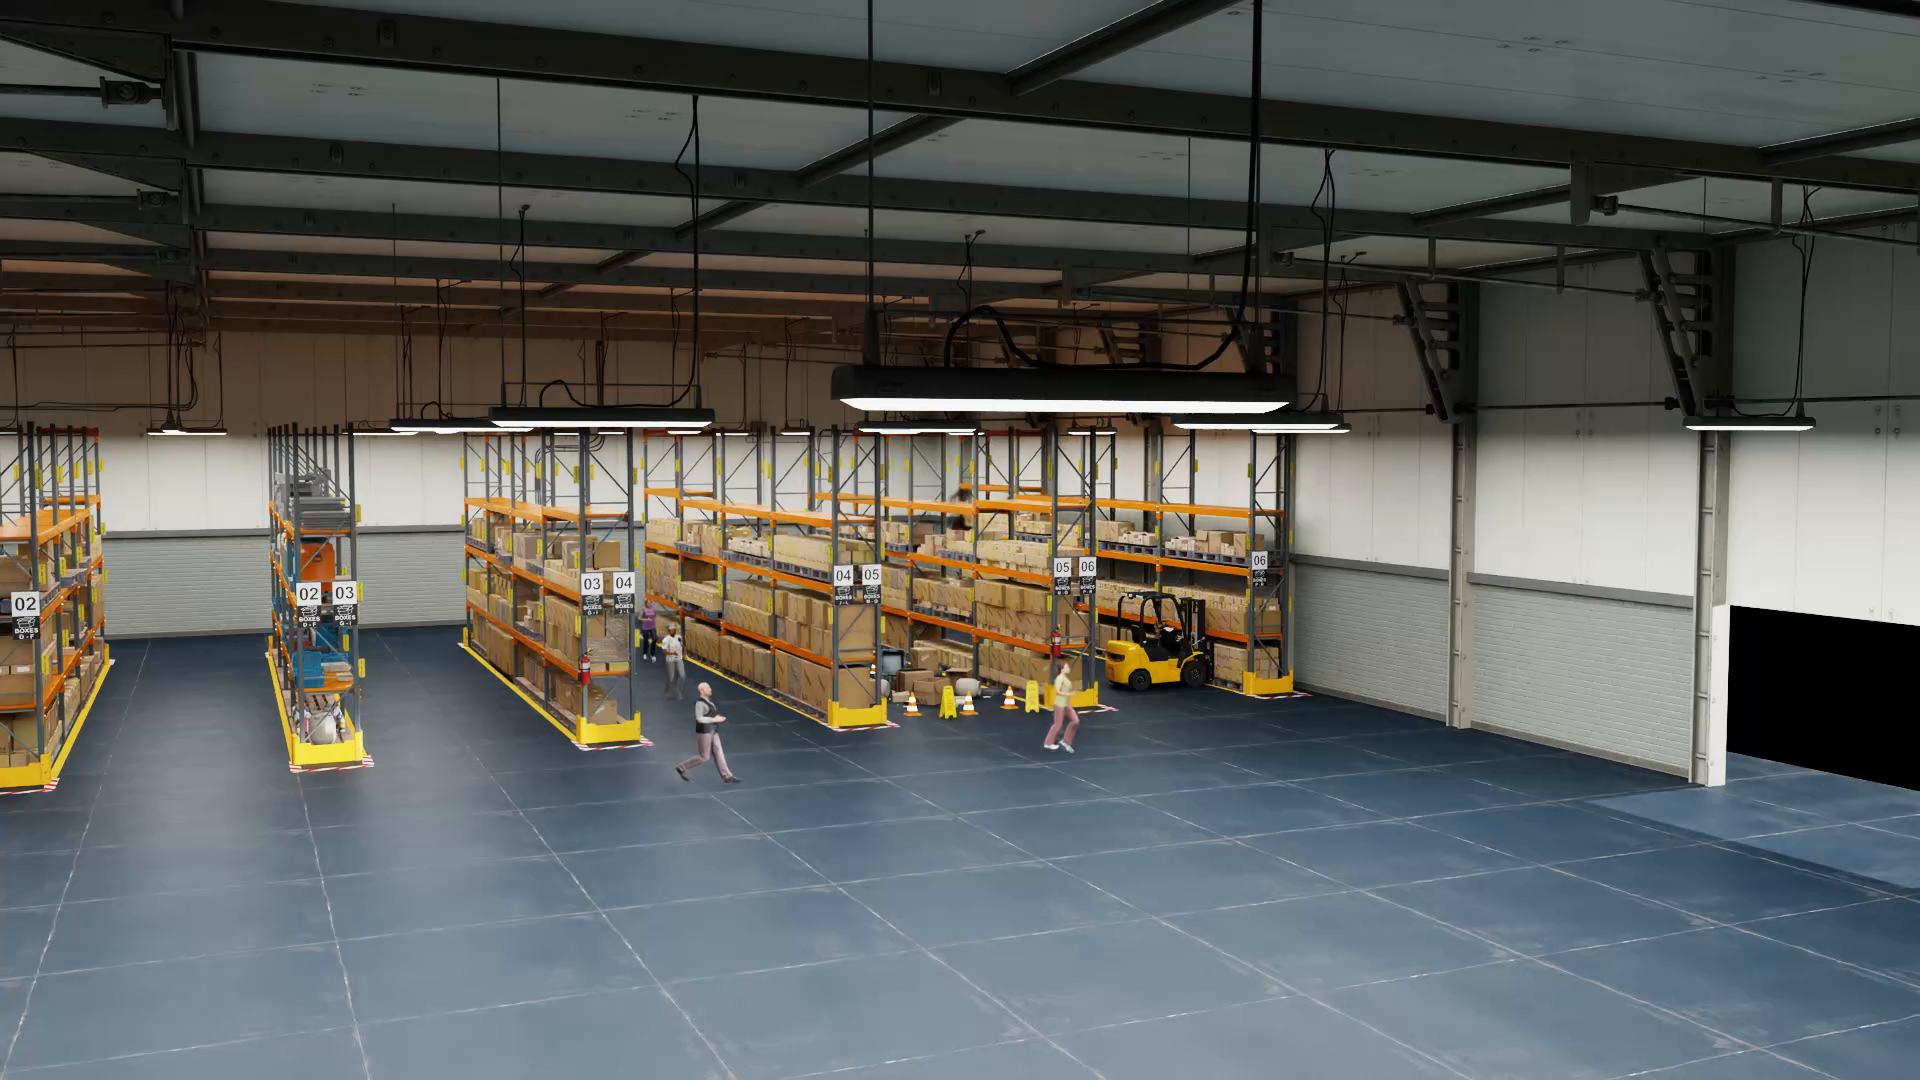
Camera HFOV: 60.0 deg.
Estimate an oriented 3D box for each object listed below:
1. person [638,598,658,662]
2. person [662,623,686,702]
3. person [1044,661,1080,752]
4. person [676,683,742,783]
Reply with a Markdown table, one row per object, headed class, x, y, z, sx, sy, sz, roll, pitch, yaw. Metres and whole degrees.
| class | x | y | z | sx | sy | sz | roll | pitch | yaw |
| --- | --- | --- | --- | --- | --- | --- | --- | --- | --- |
| person | -7.987 | 2.328 | 42.673 | 0.585 | 1.618 | 0.675 | -2 | 4 | -28 |
| person | -6.248 | 2.677 | 36.409 | 0.581 | 1.728 | 0.734 | -2 | 4 | -28 |
| person | 1.852 | 3.051 | 30.293 | 0.700 | 1.702 | 0.566 | 2 | 4 | 25 |
| person | -4.119 | 3.171 | 27.306 | 1.079 | 1.667 | 0.673 | 1 | 4 | 9 |
